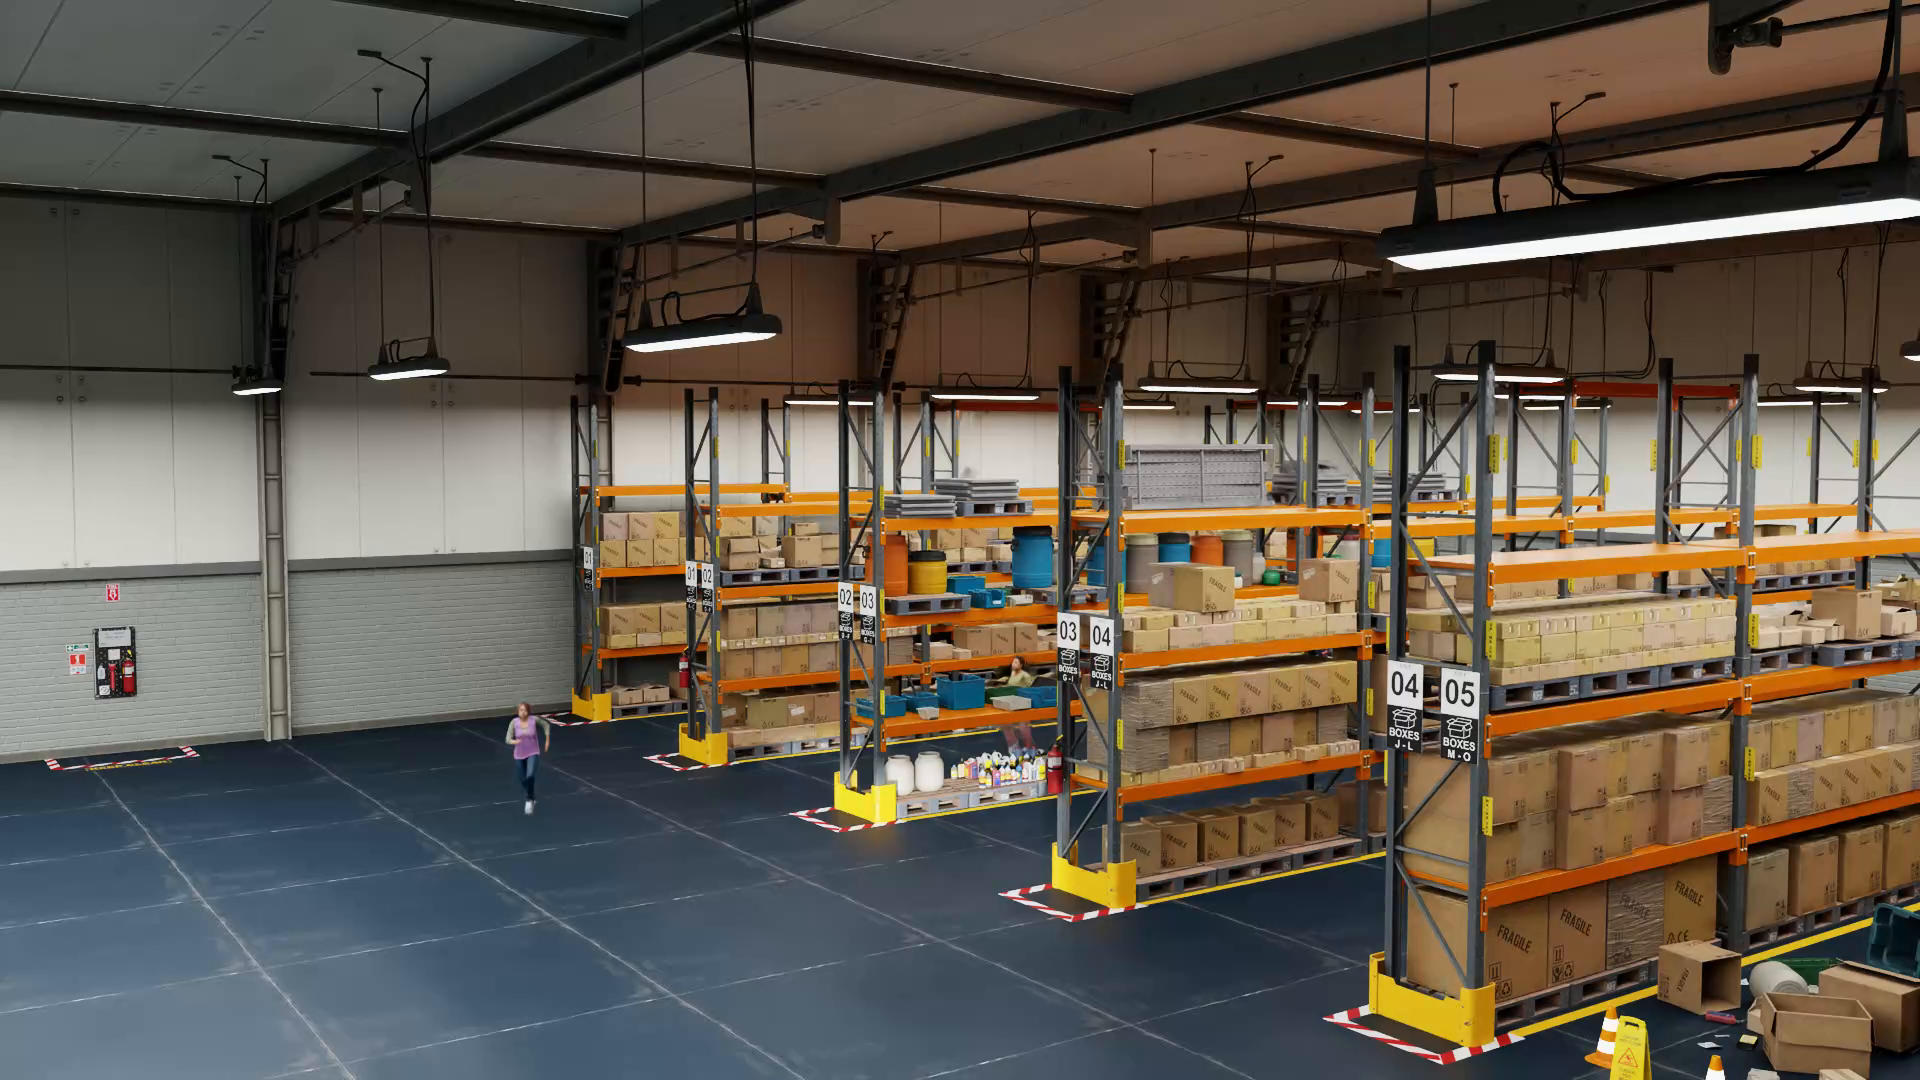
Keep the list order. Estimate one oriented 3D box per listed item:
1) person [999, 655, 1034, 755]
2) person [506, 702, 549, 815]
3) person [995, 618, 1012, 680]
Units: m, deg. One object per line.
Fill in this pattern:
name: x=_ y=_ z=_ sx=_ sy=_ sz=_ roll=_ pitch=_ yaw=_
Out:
person: x=0.989 y=2.703 z=27.140 sx=0.566 sy=1.661 sz=0.713 roll=3 pitch=5 yaw=42
person: x=-5.943 y=2.997 z=22.854 sx=0.564 sy=1.540 sz=0.750 roll=-1 pitch=3 yaw=-9
person: x=0.913 y=2.346 z=32.533 sx=1.100 sy=1.747 sz=0.738 roll=-3 pitch=4 yaw=-40
